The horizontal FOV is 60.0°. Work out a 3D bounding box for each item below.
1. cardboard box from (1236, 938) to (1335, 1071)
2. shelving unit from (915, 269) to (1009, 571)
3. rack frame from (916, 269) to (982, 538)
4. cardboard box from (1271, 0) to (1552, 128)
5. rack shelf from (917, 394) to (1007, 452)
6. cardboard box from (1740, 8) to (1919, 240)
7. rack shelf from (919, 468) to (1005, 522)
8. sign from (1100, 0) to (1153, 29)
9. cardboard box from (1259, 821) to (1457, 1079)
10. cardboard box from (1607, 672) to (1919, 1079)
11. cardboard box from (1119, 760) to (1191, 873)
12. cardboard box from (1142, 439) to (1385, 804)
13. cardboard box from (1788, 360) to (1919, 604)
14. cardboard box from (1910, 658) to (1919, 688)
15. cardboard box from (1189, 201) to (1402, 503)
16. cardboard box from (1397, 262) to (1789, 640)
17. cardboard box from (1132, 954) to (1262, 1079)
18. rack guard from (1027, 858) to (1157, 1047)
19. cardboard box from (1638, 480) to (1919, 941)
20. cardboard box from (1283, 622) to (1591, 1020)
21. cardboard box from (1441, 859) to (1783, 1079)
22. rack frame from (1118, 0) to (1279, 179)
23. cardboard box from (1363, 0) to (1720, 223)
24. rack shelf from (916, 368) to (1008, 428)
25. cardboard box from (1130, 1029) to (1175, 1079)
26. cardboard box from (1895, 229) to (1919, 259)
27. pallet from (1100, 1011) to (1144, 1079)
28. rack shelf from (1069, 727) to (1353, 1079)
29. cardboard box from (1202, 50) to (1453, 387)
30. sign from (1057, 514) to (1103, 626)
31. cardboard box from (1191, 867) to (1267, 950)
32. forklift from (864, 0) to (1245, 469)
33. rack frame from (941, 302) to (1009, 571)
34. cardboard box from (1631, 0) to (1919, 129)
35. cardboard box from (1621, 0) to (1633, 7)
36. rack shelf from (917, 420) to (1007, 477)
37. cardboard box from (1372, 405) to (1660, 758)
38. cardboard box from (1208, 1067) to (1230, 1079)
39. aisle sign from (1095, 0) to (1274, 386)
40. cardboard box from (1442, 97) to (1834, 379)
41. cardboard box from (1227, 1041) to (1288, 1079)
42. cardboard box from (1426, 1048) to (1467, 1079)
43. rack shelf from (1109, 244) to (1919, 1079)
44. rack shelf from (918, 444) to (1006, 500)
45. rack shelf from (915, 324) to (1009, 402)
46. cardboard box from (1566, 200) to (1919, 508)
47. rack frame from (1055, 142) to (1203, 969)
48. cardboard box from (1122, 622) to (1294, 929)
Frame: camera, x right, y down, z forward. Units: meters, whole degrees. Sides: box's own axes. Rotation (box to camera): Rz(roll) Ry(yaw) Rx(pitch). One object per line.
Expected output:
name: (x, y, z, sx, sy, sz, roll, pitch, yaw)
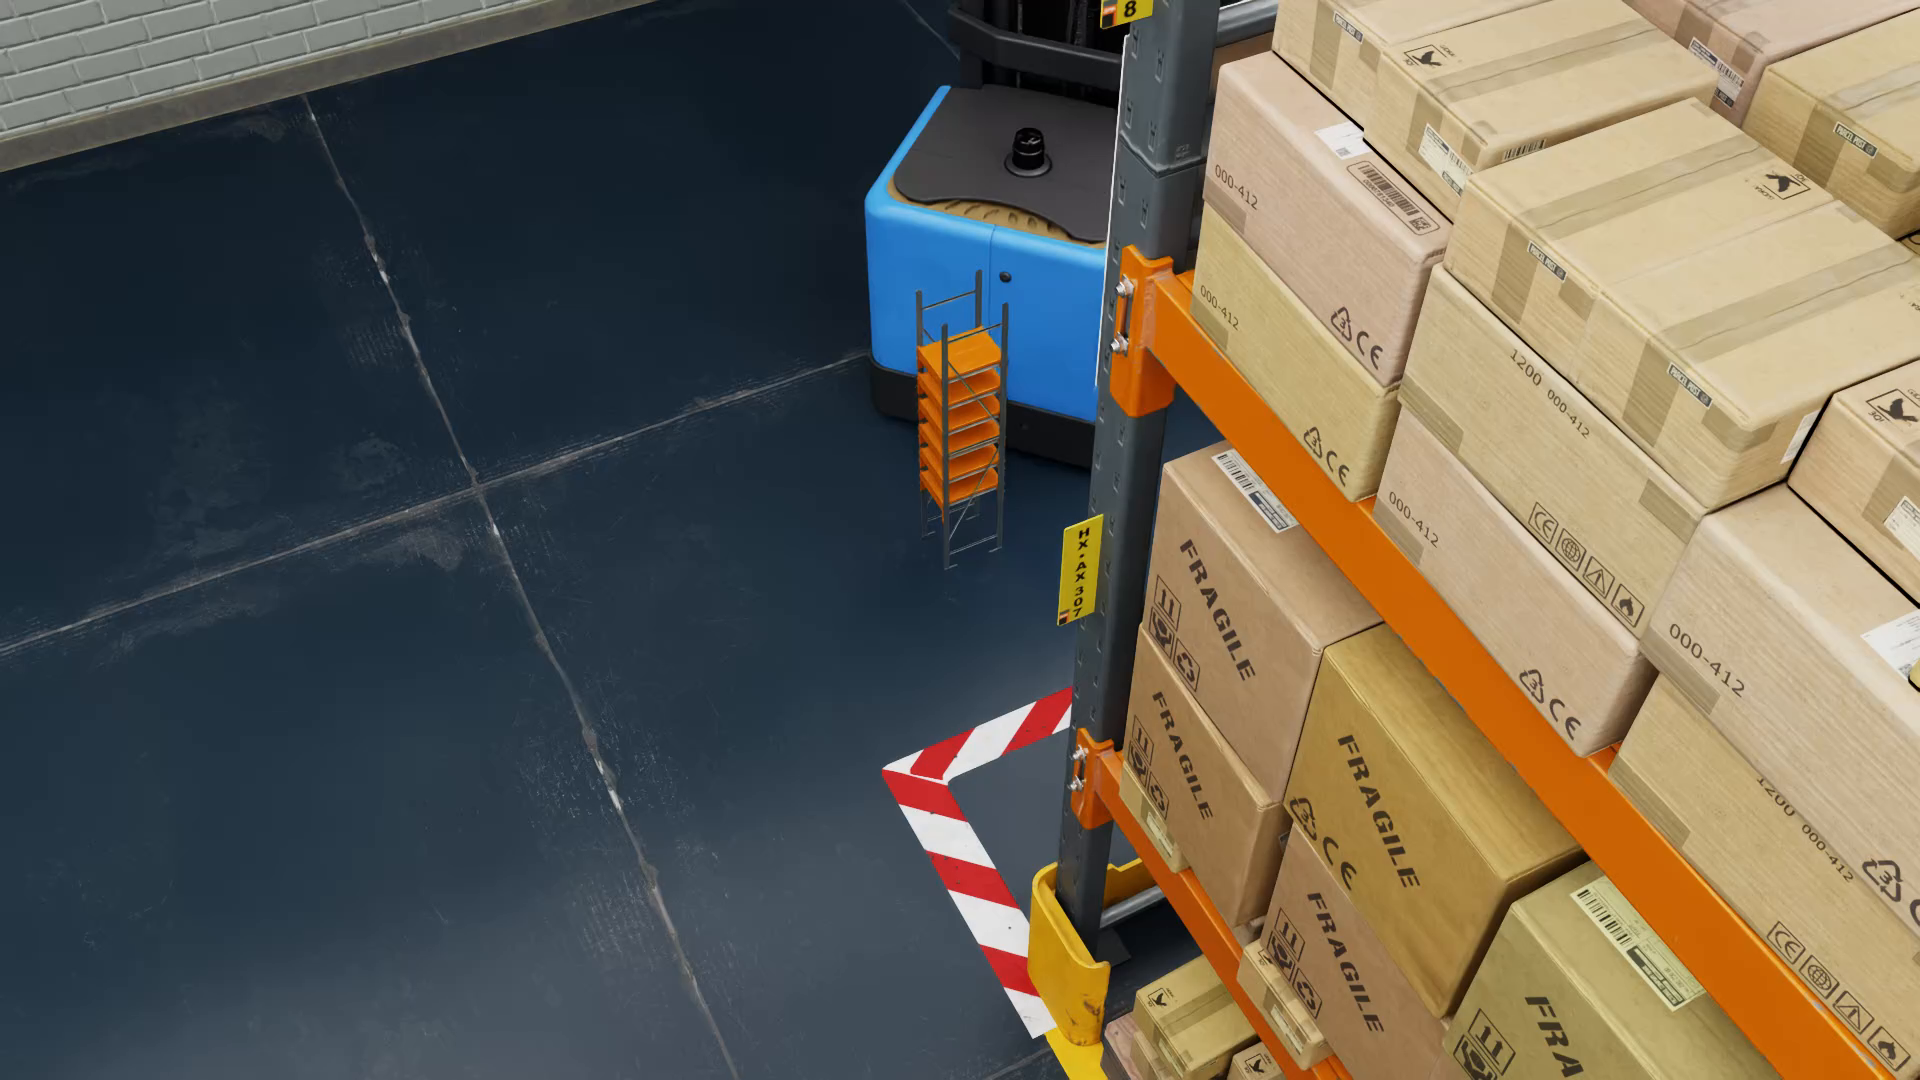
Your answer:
cardboard box: (0.832, 0.933, 3.608, 0.380, 0.149, 0.250, -23, 53, -19)
shelving unit: (0.007, -0.385, 5.790, 0.258, 1.200, 0.189, -21, 52, -18)
rack frame: (-0.035, -0.447, 5.843, 0.240, 1.200, 0.006, -21, 52, -18)
cardboard box: (0.692, -0.773, 2.443, 0.380, 0.149, 0.250, -22, 52, -18)
rack shelf: (0.007, -0.435, 5.733, 0.258, 0.103, 0.180, -21, 52, -18)
cardboard box: (1.304, -0.576, 2.271, 0.380, 0.149, 0.250, -23, 53, -19)
rack shelf: (0.007, -0.198, 6.004, 0.258, 0.103, 0.180, -21, 52, -18)
sign: (0.264, -0.922, 2.490, 0.100, 0.325, 0.005, -21, 52, -18)
cardboard box: (0.974, 0.780, 3.311, 0.500, 0.500, 0.500, -21, 52, -17)
cardboard box: (1.209, 0.311, 2.092, 0.500, 0.250, 0.500, -23, 53, -19)
cardboard box: (0.603, 0.579, 3.918, 0.380, 0.149, 0.250, -22, 52, -18)
cardboard box: (0.716, 0.098, 3.243, 0.500, 0.500, 0.500, -21, 52, -18)
cardboard box: (1.174, -0.090, 1.846, 0.380, 0.149, 0.250, -20, 52, -17)
cardboard box: (1.211, 0.119, 1.663, 0.380, 0.149, 0.250, -20, 52, -16)
cardboard box: (0.724, -0.384, 2.699, 0.500, 0.250, 0.500, -19, 52, -16)
cardboard box: (0.956, -0.204, 2.211, 0.500, 0.250, 0.500, -22, 52, -18)
cardboard box: (0.684, 1.238, 4.394, 0.380, 0.149, 0.250, -23, 53, -19)
rack guard: (0.781, 1.040, 5.008, 1.175, 0.500, 0.348, -21, 52, -18)
cardboard box: (1.176, 0.138, 1.911, 0.500, 0.250, 0.500, -21, 52, -17)
cardboard box: (0.952, 0.434, 2.950, 0.500, 0.500, 0.500, -20, 52, -16)
cardboard box: (1.170, 0.789, 2.638, 0.500, 0.500, 0.500, -22, 52, -18)
rack frame: (0.746, -1.809, 1.854, 1.000, 3.000, 0.127, -21, 52, -18)
cardboard box: (0.793, -0.596, 2.288, 0.380, 0.149, 0.250, -19, 52, -16)
rack shelf: (0.007, -0.514, 5.643, 0.258, 0.103, 0.180, -21, 52, -18)
cardboard box: (0.701, 1.427, 4.624, 0.380, 0.149, 0.250, -20, 52, -17)
cardboard box: (1.418, -0.374, 2.359, 0.500, 0.250, 0.500, -22, 53, -18)
pallet: (1.121, 1.691, 4.631, 1.003, 0.211, 1.213, -21, 52, -18)
rack shelf: (1.661, 1.742, 3.212, 1.077, 0.370, 4.000, -21, 52, -18)
cardboard box: (0.721, -0.547, 2.510, 0.500, 0.250, 0.500, -20, 52, -17)
sign: (0.264, 0.068, 3.623, 0.100, 0.325, 0.005, -21, 52, -18)
cardboard box: (0.756, 0.735, 3.782, 0.380, 0.149, 0.250, -19, 52, -16)
forklift: (0.641, -2.370, 6.376, 1.130, 2.935, 3.031, 16, 51, 14)
rack frame: (0.048, -0.324, 5.736, 0.240, 1.200, 0.006, -21, 52, -18)
cardboard box: (1.204, -0.755, 2.428, 0.380, 0.149, 0.250, -20, 52, -17)
cardboard box: (1.160, -0.947, 2.595, 0.380, 0.149, 0.250, -22, 52, -18)
rack shelf: (0.007, -0.356, 5.823, 0.258, 0.103, 0.180, -21, 52, -18)
cardboard box: (0.962, -0.030, 2.390, 0.500, 0.250, 0.500, -20, 52, -16)
cardboard box: (0.758, 1.308, 4.531, 0.380, 0.149, 0.250, -19, 52, -16)
aisle sign: (0.446, -0.635, 3.086, 0.394, 0.787, 0.004, -21, 52, -18)
cardboard box: (0.852, -0.389, 2.107, 0.380, 0.149, 0.250, -21, 52, -18)
cardboard box: (0.917, 1.381, 4.269, 0.380, 0.149, 0.250, -20, 52, -17)
cardboard box: (1.187, 1.113, 3.020, 0.500, 0.500, 0.500, -21, 52, -17)
rack shelf: (1.661, 0.754, 2.083, 1.077, 0.370, 4.000, -21, 52, -18)
rack shelf: (0.007, -0.277, 5.914, 0.258, 0.103, 0.180, -21, 52, -18)
rack shelf: (0.007, -0.593, 5.552, 0.258, 0.103, 0.180, -21, 52, -18)
cardboard box: (0.963, -0.226, 1.965, 0.380, 0.149, 0.250, -21, 52, -17)
rack frame: (0.746, 0.166, 4.112, 1.000, 3.000, 0.127, -21, 52, -18)
cardboard box: (0.706, 0.431, 3.616, 0.500, 0.500, 0.500, -19, 51, -16)
